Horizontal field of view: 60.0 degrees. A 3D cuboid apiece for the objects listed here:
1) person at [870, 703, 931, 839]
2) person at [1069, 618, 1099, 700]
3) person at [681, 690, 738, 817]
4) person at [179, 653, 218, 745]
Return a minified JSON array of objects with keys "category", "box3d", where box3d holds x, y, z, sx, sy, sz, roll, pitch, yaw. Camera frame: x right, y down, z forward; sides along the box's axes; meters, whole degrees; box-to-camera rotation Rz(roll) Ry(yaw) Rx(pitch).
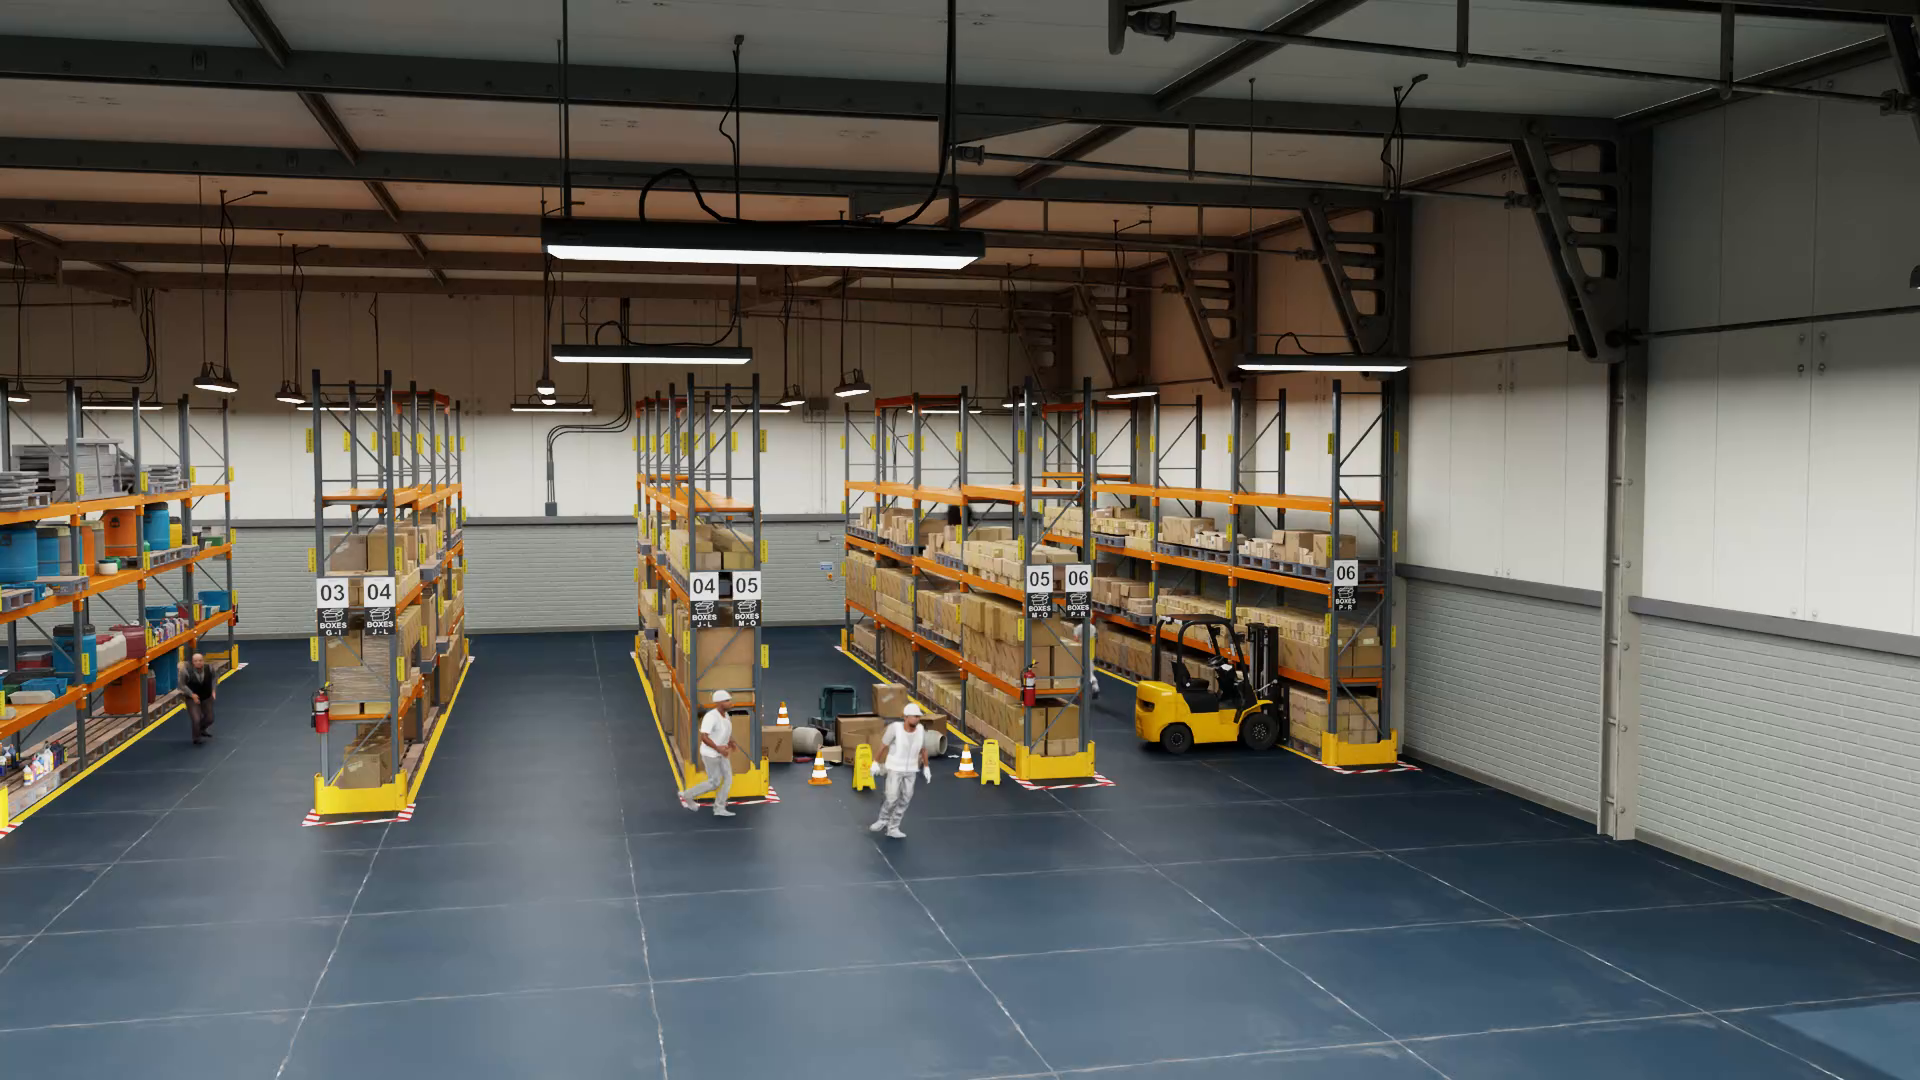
[{"category":"person","box3d":[-0.748,2.919,21.061,0.704,1.738,0.601,-2,4,-29]},{"category":"person","box3d":[2.392,2.234,32.146,0.657,1.763,1.000,-1,4,-20]},{"category":"person","box3d":[-3.374,2.862,22.333,0.753,1.715,0.703,1,3,18]},{"category":"person","box3d":[-12.658,2.623,27.604,0.629,1.562,0.856,-3,5,-43]}]
